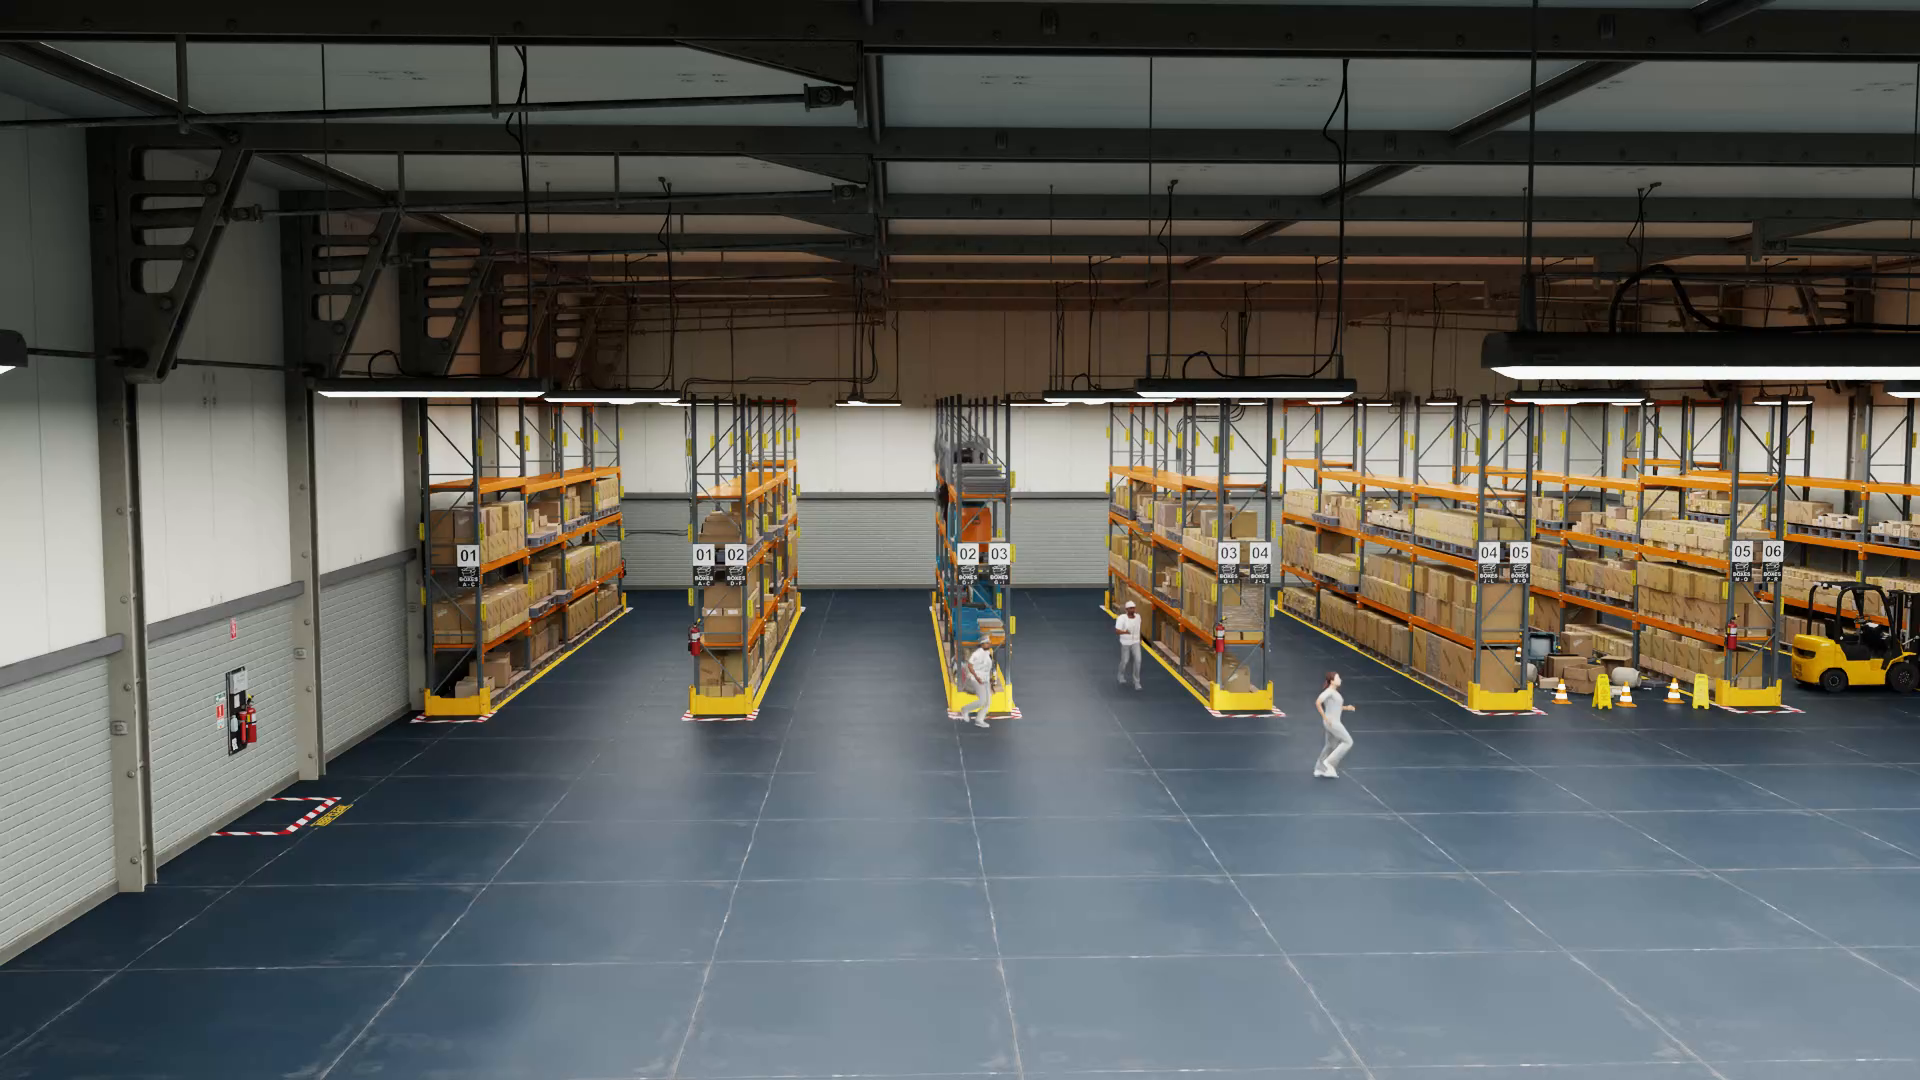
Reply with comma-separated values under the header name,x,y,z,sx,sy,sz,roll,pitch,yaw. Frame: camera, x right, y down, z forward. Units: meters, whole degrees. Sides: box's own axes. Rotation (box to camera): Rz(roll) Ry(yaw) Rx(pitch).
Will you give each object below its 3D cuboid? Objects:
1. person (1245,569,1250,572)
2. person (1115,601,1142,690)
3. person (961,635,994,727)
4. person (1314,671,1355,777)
name,x,y,z,sx,sy,sz,roll,pitch,yaw
person,7.973,1.280,46.638,0.549,1.552,0.556,1,5,11
person,3.485,2.150,34.193,0.635,1.815,0.841,-1,5,-13
person,0.331,2.538,30.107,0.510,1.653,0.623,3,5,29
person,5.815,2.853,25.791,0.611,1.637,0.551,1,5,15
